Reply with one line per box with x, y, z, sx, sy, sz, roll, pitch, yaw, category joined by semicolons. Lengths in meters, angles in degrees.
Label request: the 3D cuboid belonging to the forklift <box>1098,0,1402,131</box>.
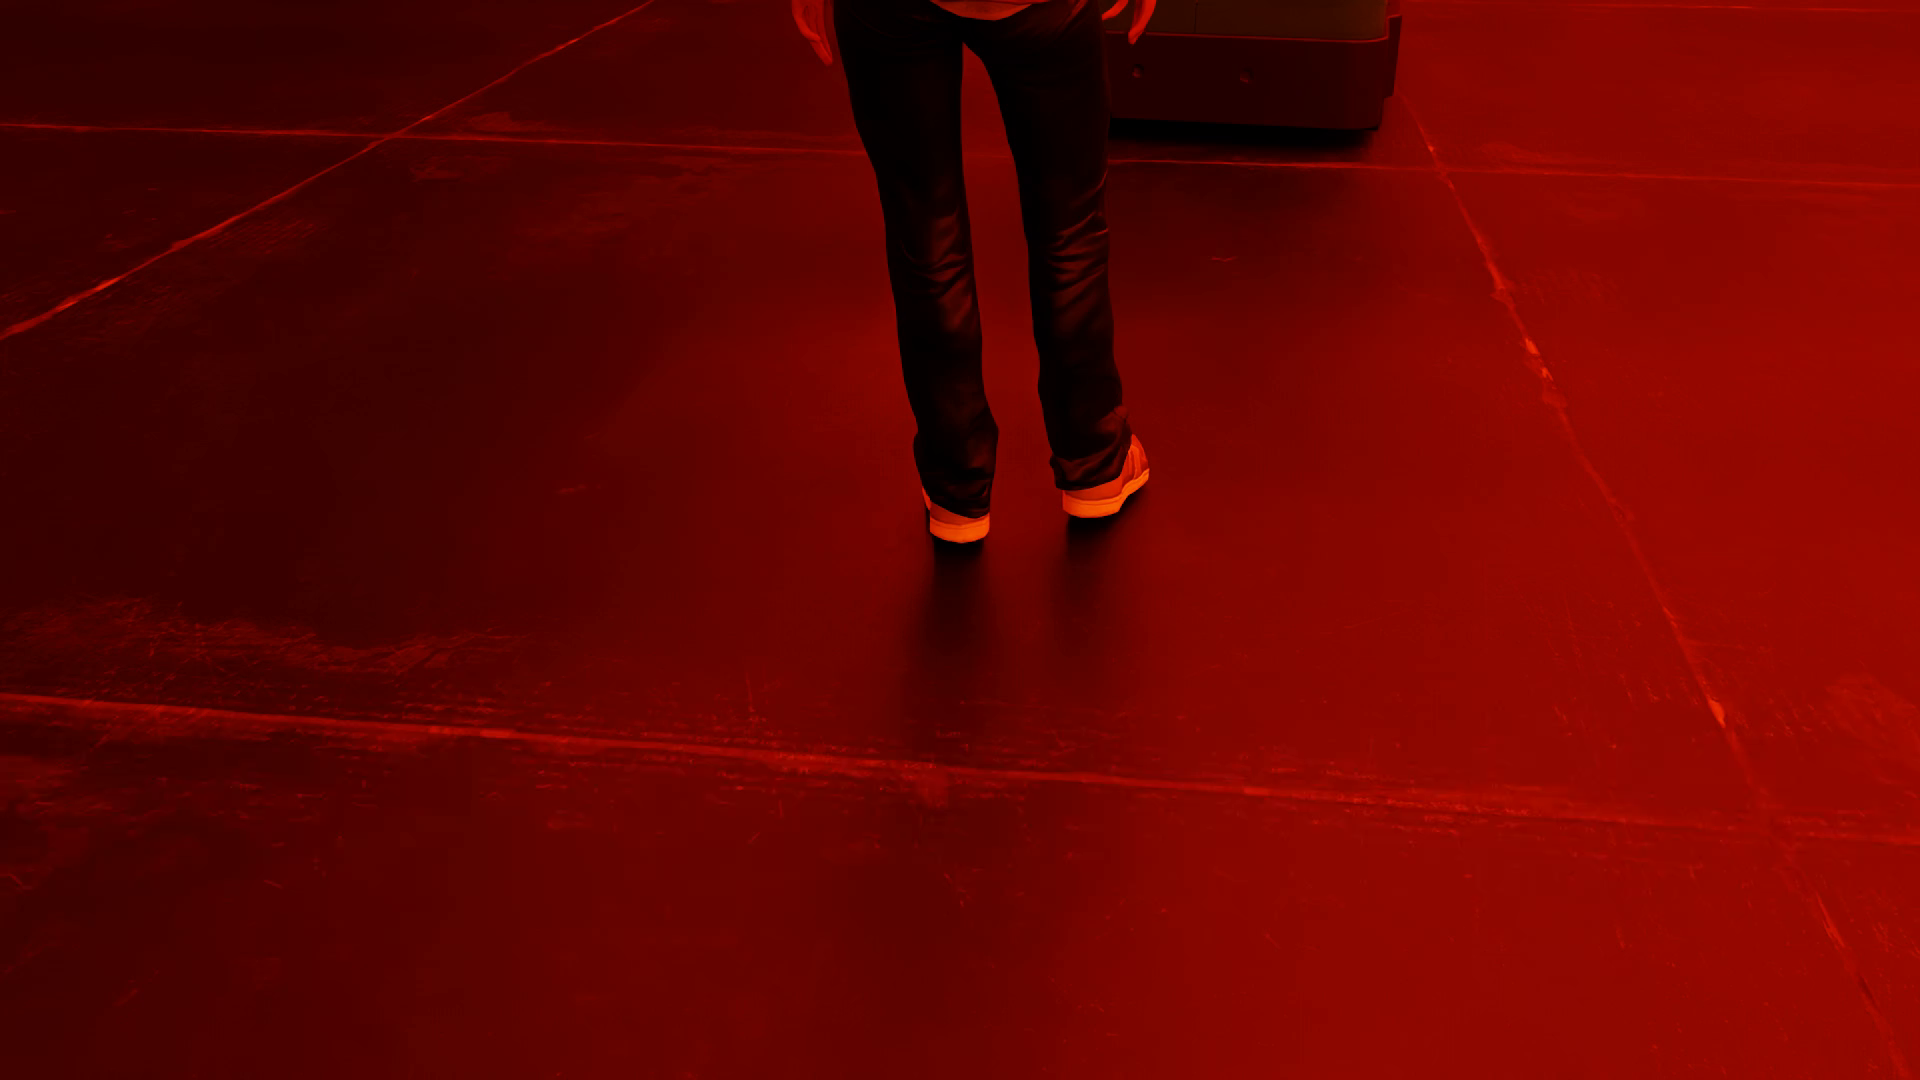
0.991;-3.090;5.411;1.130;2.935;3.031;6;27;12;forklift

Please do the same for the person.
0.024;-0.753;2.204;0.520;1.597;0.476;3;27;7;person
